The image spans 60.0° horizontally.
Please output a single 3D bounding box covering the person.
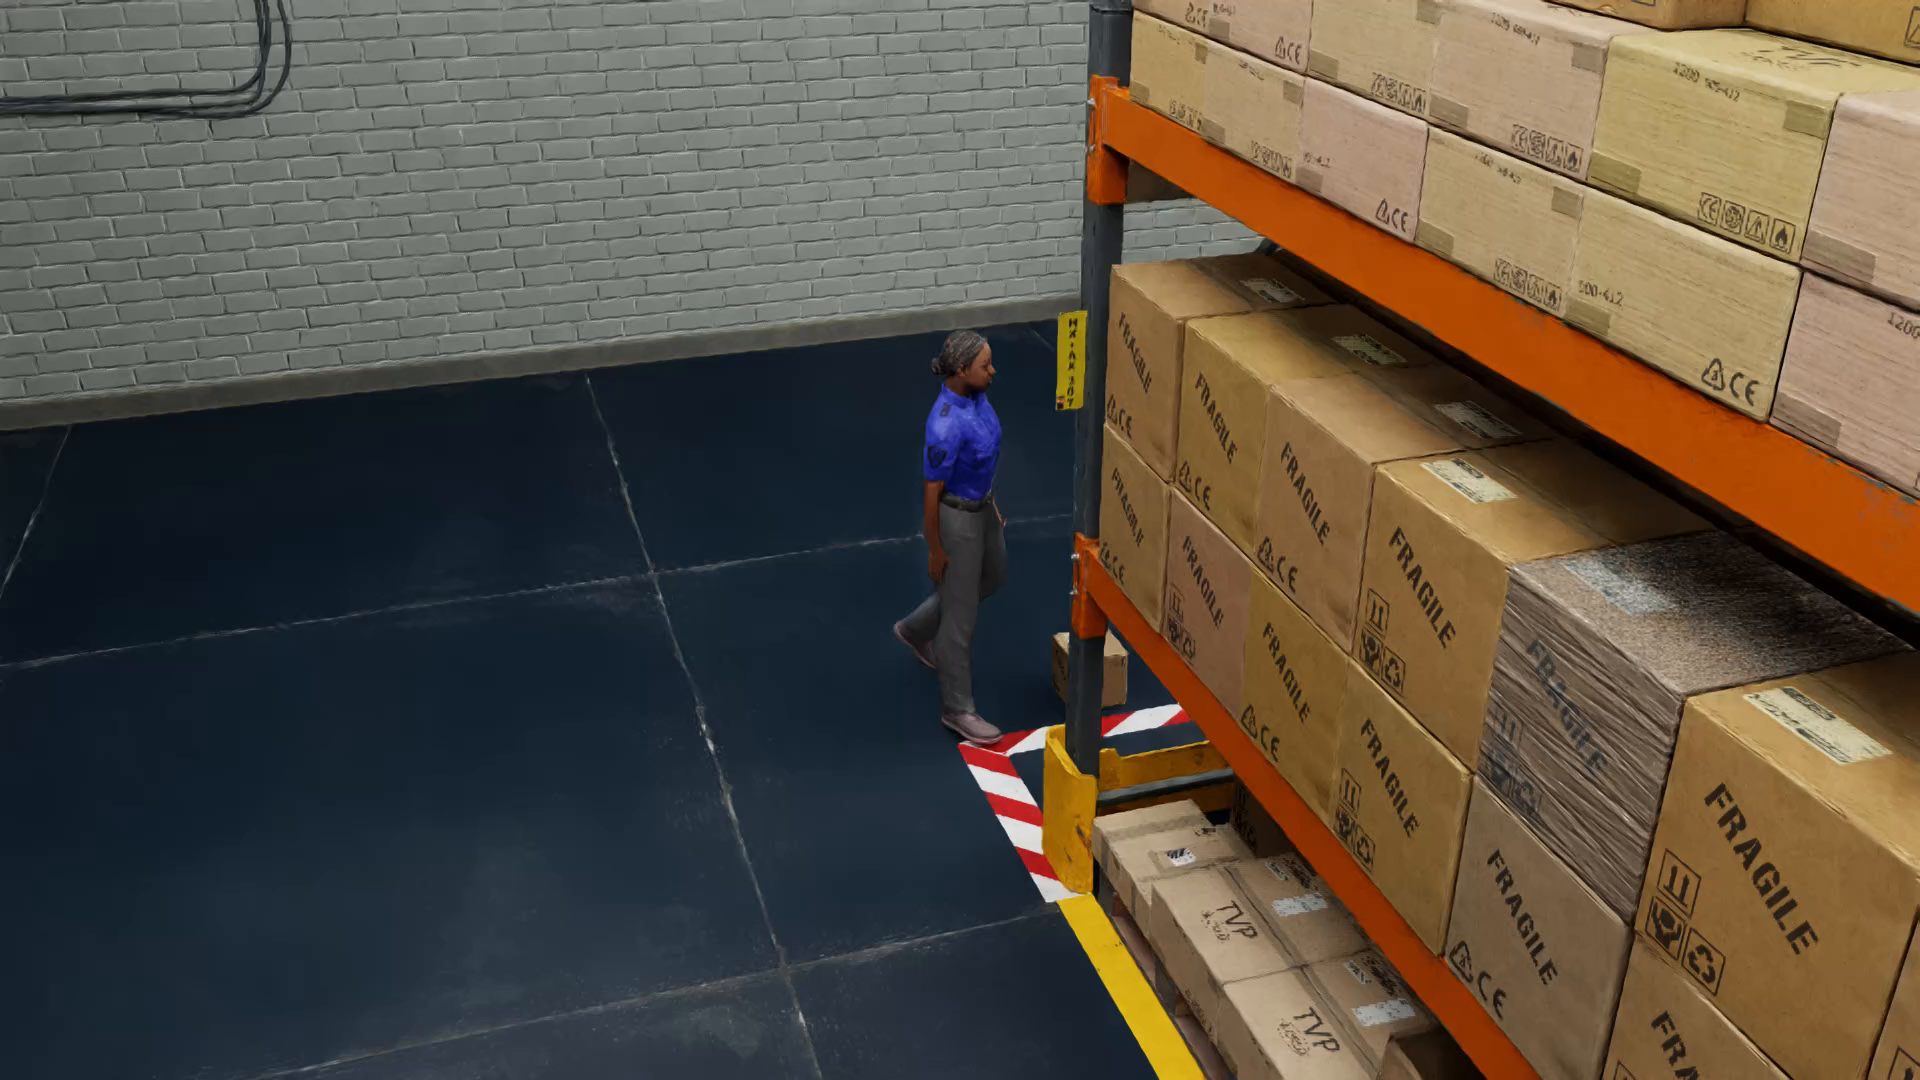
[{"bbox_3d":[-0.042,-0.056,6.695,0.567,1.653,0.608,6,27,12],"label":"person"}]
